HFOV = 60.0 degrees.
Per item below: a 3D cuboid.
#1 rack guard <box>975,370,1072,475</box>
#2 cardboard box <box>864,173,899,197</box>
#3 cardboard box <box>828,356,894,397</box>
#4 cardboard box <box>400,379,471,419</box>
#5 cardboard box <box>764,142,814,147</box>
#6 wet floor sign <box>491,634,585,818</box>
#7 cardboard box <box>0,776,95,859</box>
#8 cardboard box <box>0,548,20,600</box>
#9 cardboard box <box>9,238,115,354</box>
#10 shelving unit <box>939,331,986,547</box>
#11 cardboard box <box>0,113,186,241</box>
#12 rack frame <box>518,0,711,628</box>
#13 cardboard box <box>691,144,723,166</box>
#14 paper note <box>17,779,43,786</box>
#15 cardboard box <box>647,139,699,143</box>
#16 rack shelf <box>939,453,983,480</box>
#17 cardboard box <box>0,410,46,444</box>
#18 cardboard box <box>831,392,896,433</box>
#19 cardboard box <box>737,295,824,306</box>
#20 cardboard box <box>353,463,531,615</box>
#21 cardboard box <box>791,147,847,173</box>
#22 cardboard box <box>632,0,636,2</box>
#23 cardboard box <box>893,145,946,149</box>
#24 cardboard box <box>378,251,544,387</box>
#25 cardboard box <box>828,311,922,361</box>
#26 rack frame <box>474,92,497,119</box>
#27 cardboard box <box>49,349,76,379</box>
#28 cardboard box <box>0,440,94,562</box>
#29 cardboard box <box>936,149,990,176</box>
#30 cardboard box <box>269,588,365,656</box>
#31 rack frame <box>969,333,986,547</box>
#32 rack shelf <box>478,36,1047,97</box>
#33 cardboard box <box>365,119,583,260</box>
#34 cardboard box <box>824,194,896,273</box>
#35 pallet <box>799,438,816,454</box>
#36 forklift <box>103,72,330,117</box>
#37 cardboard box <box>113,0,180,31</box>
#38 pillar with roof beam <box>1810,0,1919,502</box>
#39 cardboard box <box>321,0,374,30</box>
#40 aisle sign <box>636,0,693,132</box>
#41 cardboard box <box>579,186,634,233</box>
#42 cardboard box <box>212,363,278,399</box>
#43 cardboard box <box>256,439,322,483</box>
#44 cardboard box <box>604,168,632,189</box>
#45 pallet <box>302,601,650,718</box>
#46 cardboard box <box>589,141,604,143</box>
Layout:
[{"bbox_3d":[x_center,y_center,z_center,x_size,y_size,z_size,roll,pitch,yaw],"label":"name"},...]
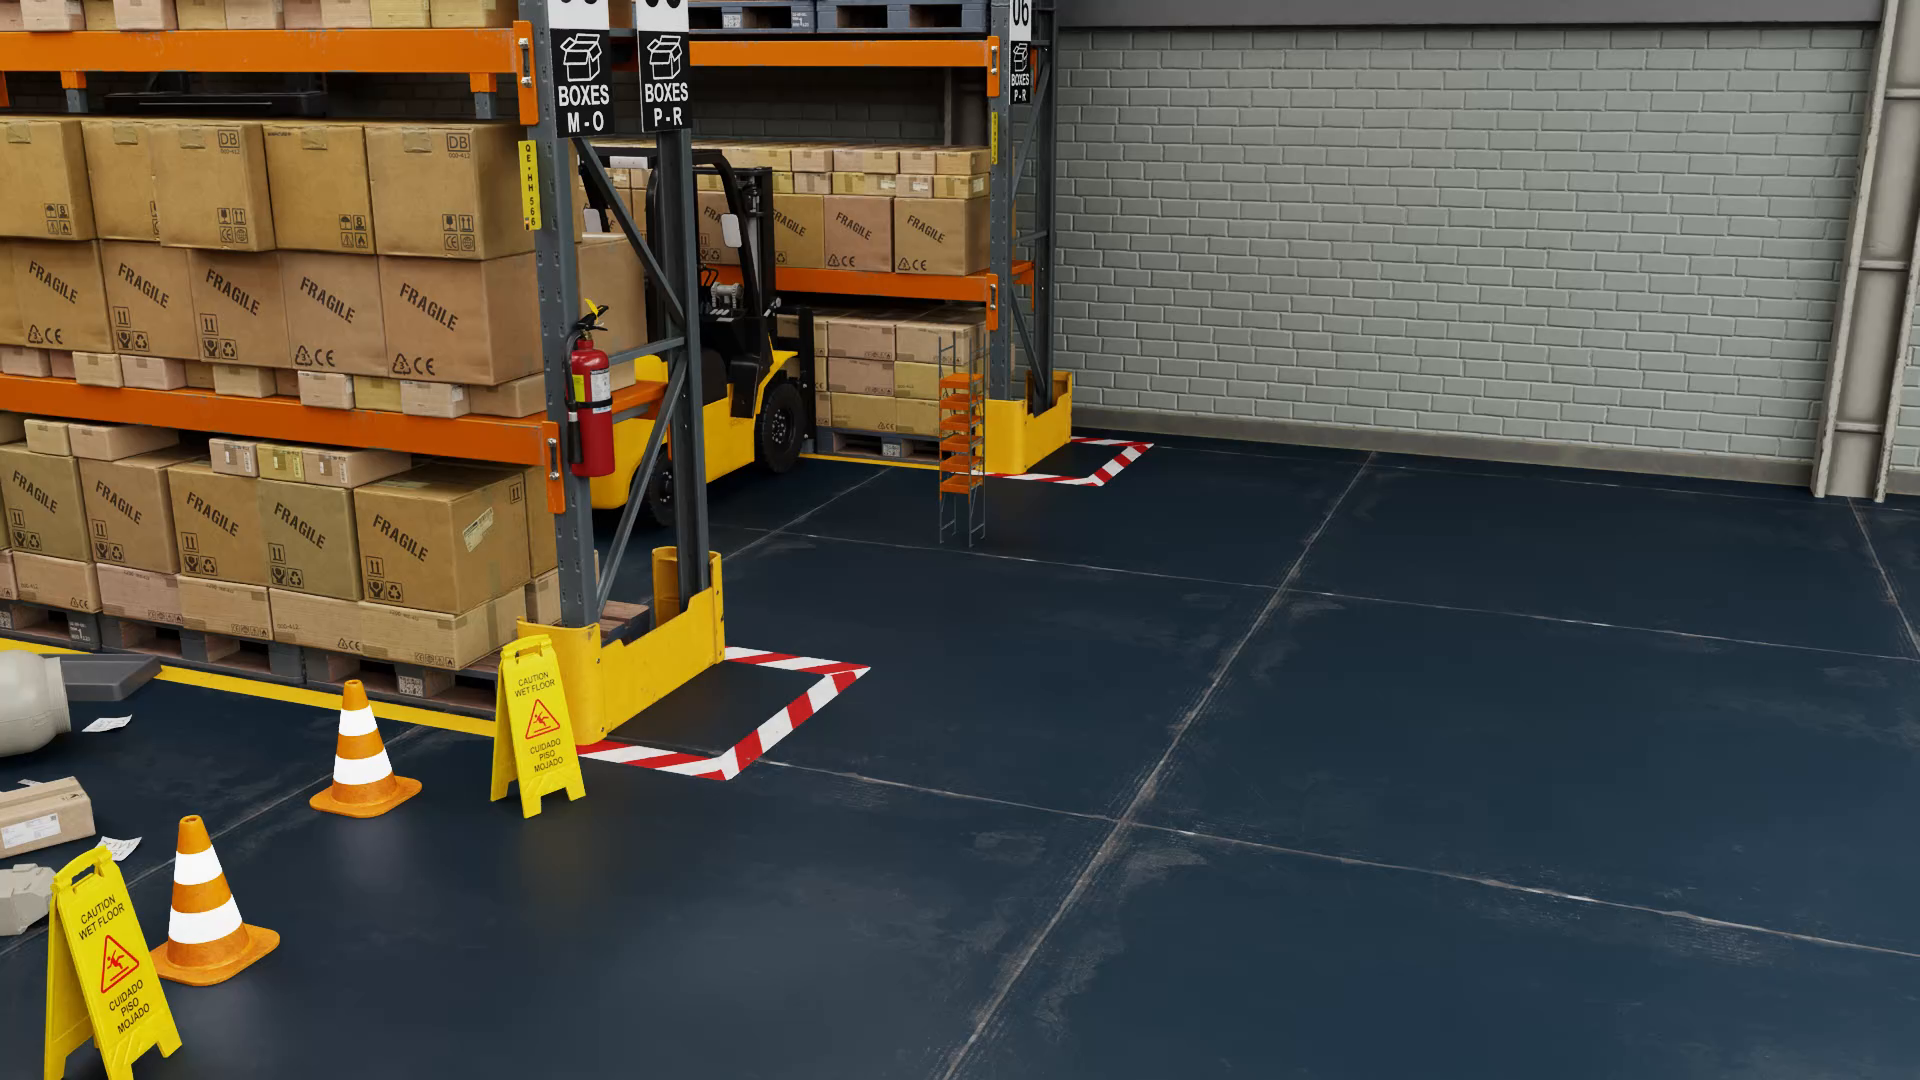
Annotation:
[{"bbox_3d":[0.457,-0.843,11.680,0.348,0.500,1.175,6,17,21],"label":"rack guard"},{"bbox_3d":[-0.458,-2.429,11.317,0.250,0.149,0.380,7,17,22],"label":"cardboard box"},{"bbox_3d":[-0.595,-1.190,11.673,0.500,0.250,0.500,6,17,20],"label":"cardboard box"},{"bbox_3d":[-2.086,-0.617,6.870,0.250,0.149,0.380,6,17,20],"label":"cardboard box"},{"bbox_3d":[-1.227,-2.803,12.074,0.250,0.149,0.380,6,17,21],"label":"cardboard box"},{"bbox_3d":[-1.599,0.670,6.209,0.232,0.644,0.267,14,21,40],"label":"wet floor sign"},{"bbox_3d":[-3.343,1.001,5.958,0.380,0.149,0.250,-12,20,-37],"label":"cardboard box"},{"bbox_3d":[-4.654,0.082,8.189,0.500,0.250,0.500,5,17,18],"label":"cardboard box"},{"bbox_3d":[-3.859,-1.141,7.509,0.500,0.500,0.500,6,17,20],"label":"cardboard box"},{"bbox_3d":[0.013,-0.575,9.501,0.189,1.200,0.258,6,17,21],"label":"shelving unit"},{"bbox_3d":[-3.850,-1.621,7.369,0.500,0.500,0.700,6,17,19],"label":"cardboard box"},{"bbox_3d":[-1.383,-0.758,6.904,0.127,3.000,1.000,6,17,21],"label":"rack frame"},{"bbox_3d":[-1.871,-2.736,11.843,0.250,0.149,0.380,6,17,20],"label":"cardboard box"},{"bbox_3d":[-3.581,0.940,6.419,0.123,0.001,0.032,6,17,21],"label":"paper note"},{"bbox_3d":[-2.153,-2.933,12.522,0.250,0.149,0.380,6,17,20],"label":"cardboard box"},{"bbox_3d":[0.013,-0.417,9.547,0.180,0.103,0.258,6,17,21],"label":"rack shelf"},{"bbox_3d":[-4.560,-0.561,7.897,0.250,0.149,0.380,7,17,21],"label":"cardboard box"},{"bbox_3d":[-0.577,-0.946,11.732,0.500,0.250,0.500,6,17,21],"label":"cardboard box"},{"bbox_3d":[-1.344,-1.664,12.409,0.500,0.250,0.500,6,17,20],"label":"cardboard box"},{"bbox_3d":[-2.224,-0.014,7.174,0.500,0.500,0.500,6,17,21],"label":"cardboard box"},{"bbox_3d":[-0.957,-2.610,11.406,0.250,0.149,0.380,7,18,22],"label":"cardboard box"},{"bbox_3d":[-2.265,-3.821,11.593,0.250,0.149,0.380,7,18,22],"label":"cardboard box"},{"bbox_3d":[-0.281,-2.697,11.706,0.250,0.149,0.380,7,17,22],"label":"cardboard box"},{"bbox_3d":[-1.989,-0.933,6.794,0.500,0.500,0.500,6,17,20],"label":"cardboard box"},{"bbox_3d":[-0.585,-1.424,11.583,0.500,0.250,0.500,7,17,22],"label":"cardboard box"},{"bbox_3d":[-3.286,-2.455,12.749,0.127,3.000,1.000,6,17,21],"label":"rack frame"},{"bbox_3d":[-3.939,-0.846,7.658,0.250,0.149,0.380,6,17,20],"label":"cardboard box"},{"bbox_3d":[-4.152,-0.226,7.907,0.500,0.500,0.500,7,18,23],"label":"cardboard box"},{"bbox_3d":[0.024,-2.530,11.132,0.250,0.149,0.380,6,17,21],"label":"cardboard box"},{"bbox_3d":[-2.712,0.293,7.463,0.500,0.250,0.500,6,17,21],"label":"cardboard box"},{"bbox_3d":[0.099,-0.565,9.469,0.006,1.200,0.240,6,17,21],"label":"rack frame"},{"bbox_3d":[-1.426,-3.345,11.727,4.000,0.370,1.077,6,17,21],"label":"rack shelf"},{"bbox_3d":[-1.938,-1.425,6.694,0.500,0.500,0.700,6,17,19],"label":"cardboard box"},{"bbox_3d":[-0.598,-2.131,11.456,0.500,0.500,0.500,7,18,22],"label":"cardboard box"},{"bbox_3d":[-1.423,-0.899,12.392,1.213,0.211,1.003,6,17,21],"label":"pallet"},{"bbox_3d":[-4.328,-1.634,10.045,1.130,2.935,3.031,-3,17,-11],"label":"forklift"},{"bbox_3d":[-3.263,-2.187,6.898,0.250,0.149,0.380,6,17,20],"label":"cardboard box"},{"bbox_3d":[4.120,-3.501,5.594,0.400,9.000,9.100,6,17,21],"label":"pillar with roof beam"},{"bbox_3d":[-2.296,-2.095,6.579,0.250,0.149,0.380,7,18,22],"label":"cardboard box"},{"bbox_3d":[-1.211,-2.080,6.797,0.004,0.787,0.394,6,17,21],"label":"aisle sign"},{"bbox_3d":[-2.478,-2.341,12.177,0.500,0.500,0.500,7,17,22],"label":"cardboard box"},{"bbox_3d":[-3.025,-0.733,7.268,0.250,0.149,0.380,6,17,20],"label":"cardboard box"},{"bbox_3d":[-2.823,-0.372,7.244,0.250,0.149,0.380,7,17,22],"label":"cardboard box"},{"bbox_3d":[-2.390,-2.624,11.988,0.250,0.149,0.380,7,17,22],"label":"cardboard box"},{"bbox_3d":[-2.196,0.481,7.637,1.213,0.211,1.003,6,17,21],"label":"pallet"},{"bbox_3d":[-2.815,-2.849,12.230,0.250,0.149,0.380,7,17,21],"label":"cardboard box"}]
